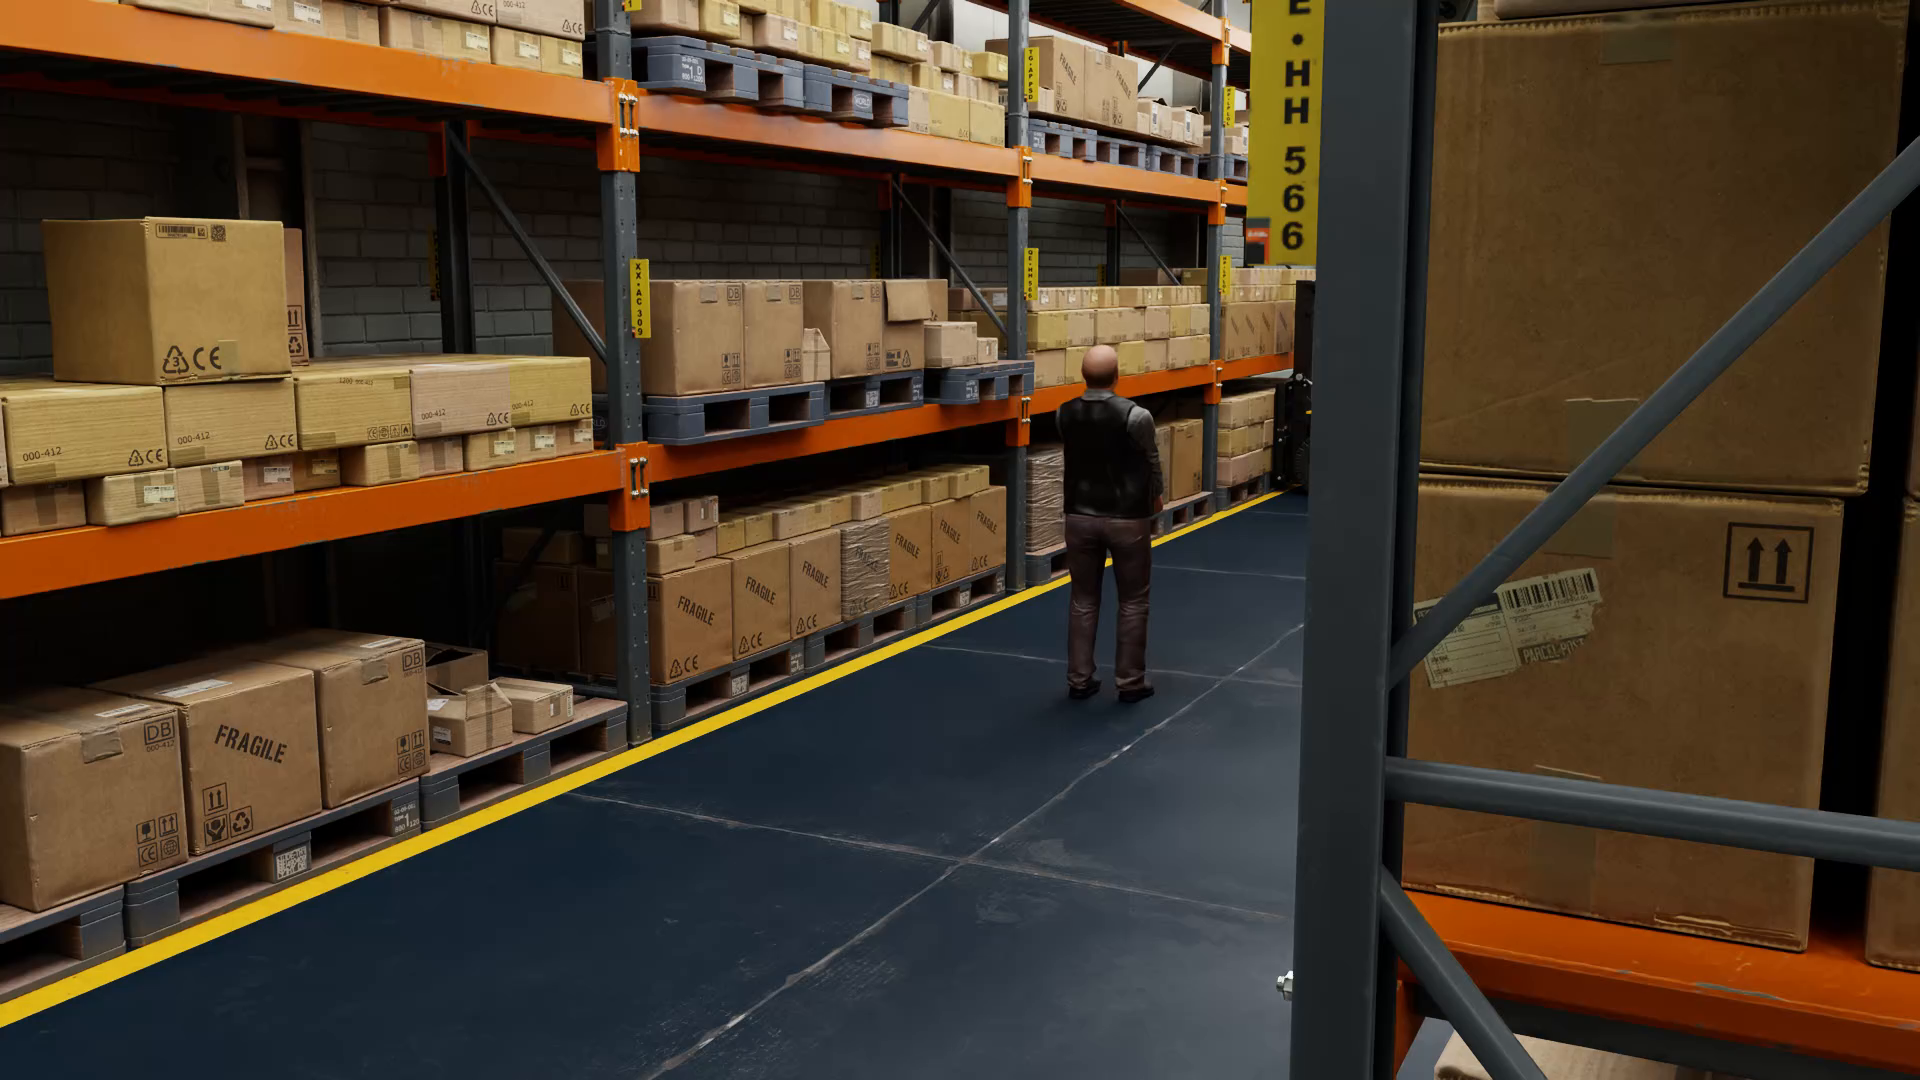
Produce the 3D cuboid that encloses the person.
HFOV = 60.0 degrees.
[{"bbox_3d":[0.734,-0.089,8.038,0.494,1.711,0.551,5,10,26],"label":"person"}]
